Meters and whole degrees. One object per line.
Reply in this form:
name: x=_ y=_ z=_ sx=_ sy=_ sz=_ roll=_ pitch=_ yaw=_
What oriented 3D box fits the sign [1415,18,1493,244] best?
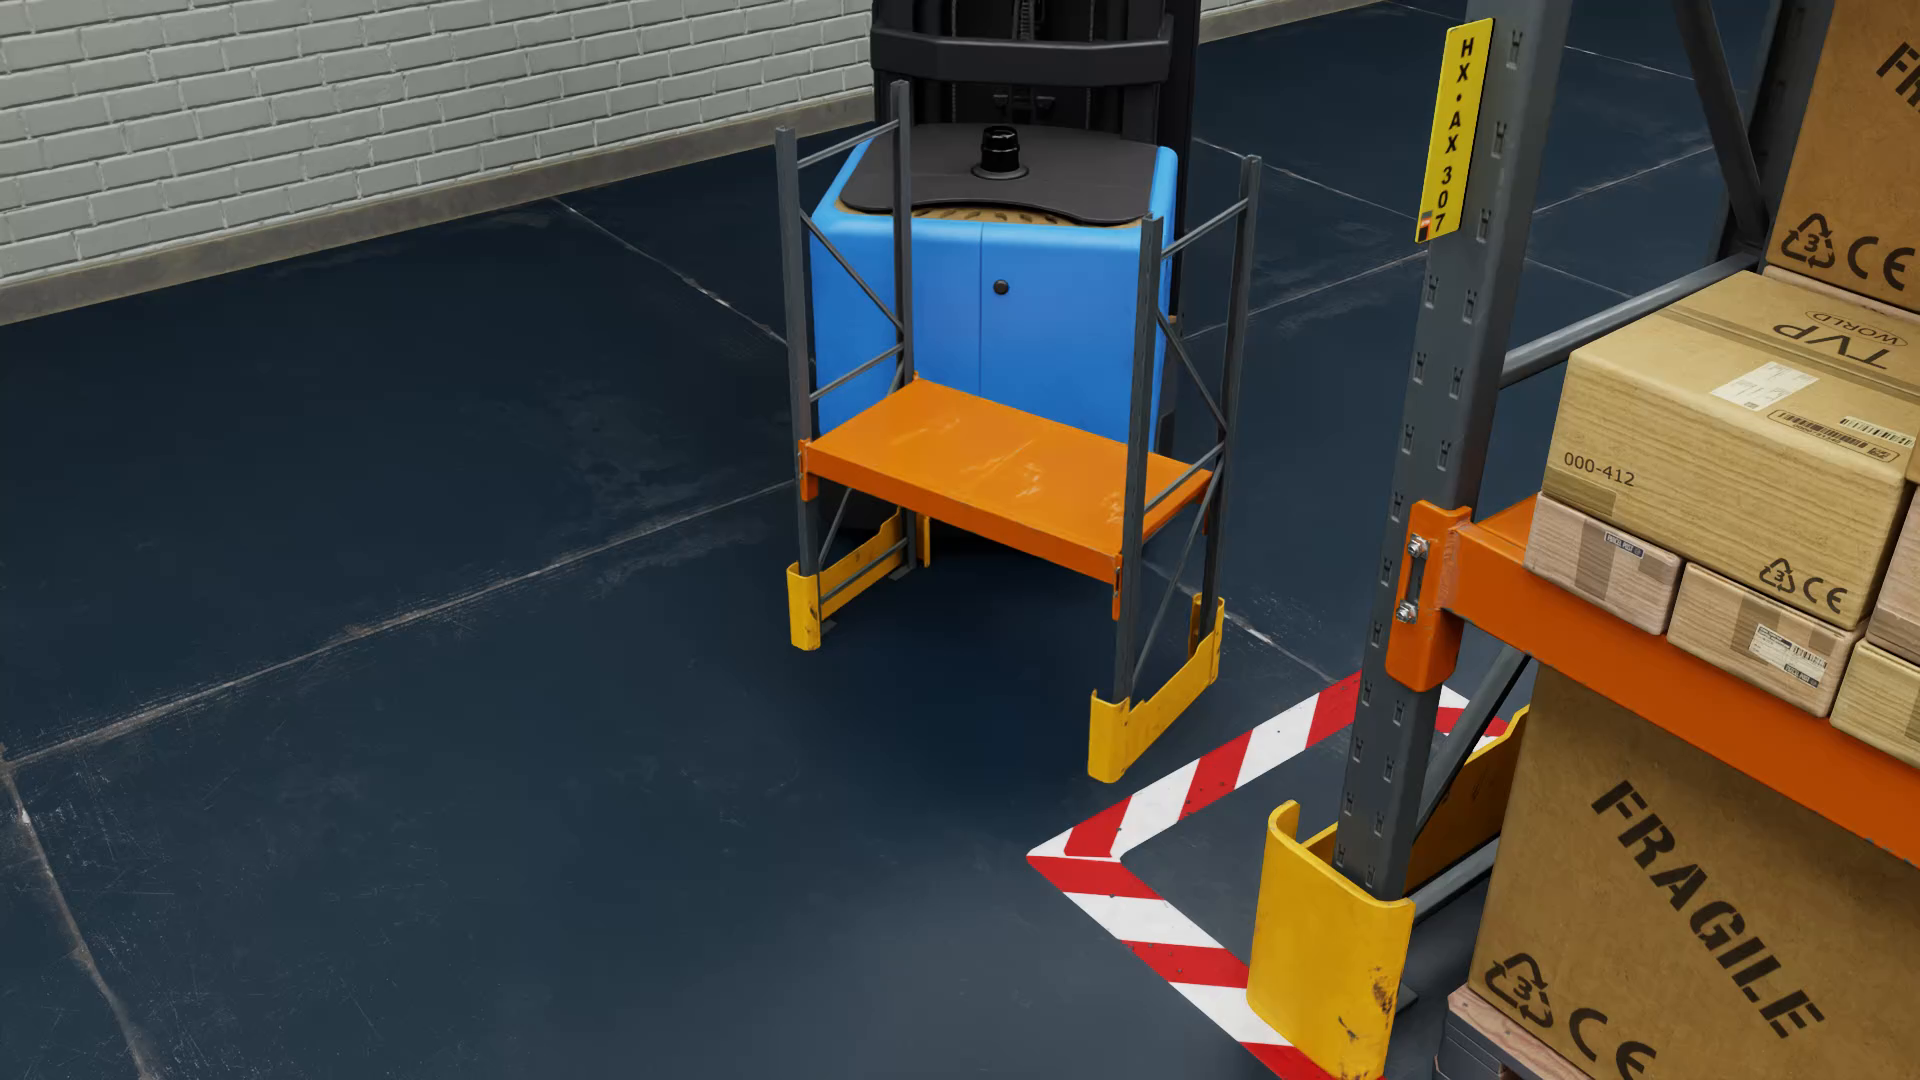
sign: x=0.739 y=-0.609 z=2.493 sx=0.100 sy=0.325 sz=0.005 roll=-22 pitch=38 yaw=-31

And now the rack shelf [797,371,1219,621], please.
rack shelf: x=0.125 y=-0.145 z=4.403 sx=1.000 sy=0.185 sz=0.538 roll=21 pitch=37 yaw=30

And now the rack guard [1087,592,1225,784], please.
rack guard: x=0.523 y=0.383 z=4.397 sx=0.087 sy=0.250 sz=0.587 roll=21 pitch=37 yaw=30

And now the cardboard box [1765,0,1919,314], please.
cardboard box: x=1.688 y=-0.648 z=2.600 sx=0.500 sy=0.500 sz=0.500 roll=-22 pitch=38 yaw=-31

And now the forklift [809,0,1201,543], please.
forklift: x=0.288 y=-1.976 z=5.653 sx=1.130 sy=2.935 sz=3.031 roll=5 pitch=32 yaw=7

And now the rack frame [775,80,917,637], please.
rack frame: x=-0.289 y=-0.454 z=4.559 sx=0.032 sy=1.500 sz=0.500 roll=21 pitch=37 yaw=30

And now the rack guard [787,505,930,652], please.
rack guard: x=-0.288 y=0.078 z=4.888 sx=0.087 sy=0.250 sz=0.587 roll=21 pitch=37 yaw=30

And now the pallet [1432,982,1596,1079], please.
pallet: x=1.733 y=1.107 z=3.267 sx=1.003 sy=0.211 sz=1.213 roll=-22 pitch=38 yaw=-31

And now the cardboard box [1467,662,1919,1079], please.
cardboard box: x=1.637 y=0.580 z=3.089 sx=0.875 sy=0.875 sz=0.875 roll=-22 pitch=38 yaw=-31

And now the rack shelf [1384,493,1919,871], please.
rack shelf: x=2.408 y=0.754 z=1.875 sx=1.077 sy=0.370 sz=4.000 roll=-22 pitch=38 yaw=-31

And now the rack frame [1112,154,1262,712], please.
rack frame: x=0.539 y=-0.142 z=4.057 sx=0.032 sy=1.500 sz=0.500 roll=21 pitch=37 yaw=30

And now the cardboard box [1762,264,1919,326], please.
cardboard box: x=1.688 y=-0.332 z=2.801 sx=0.500 sy=0.250 sz=0.500 roll=-23 pitch=39 yaw=-32

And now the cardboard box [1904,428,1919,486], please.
cardboard box: x=1.569 y=-0.271 z=1.992 sx=0.500 sy=0.500 sz=0.500 roll=-23 pitch=39 yaw=-32

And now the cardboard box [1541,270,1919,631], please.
cardboard box: x=1.262 y=-0.160 z=2.525 sx=0.500 sy=0.250 sz=0.500 roll=-23 pitch=39 yaw=-33

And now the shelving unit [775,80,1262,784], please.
shelving unit: x=0.117 y=-0.301 z=4.312 sx=1.083 sy=1.500 sz=0.587 roll=21 pitch=37 yaw=30

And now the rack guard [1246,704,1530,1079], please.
rack guard: x=1.167 y=0.667 z=3.703 sx=1.175 sy=0.500 sz=0.348 roll=-22 pitch=38 yaw=-31

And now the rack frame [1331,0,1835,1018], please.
rack frame: x=1.181 y=-0.385 z=3.027 sx=1.000 sy=3.000 sz=0.127 roll=-22 pitch=38 yaw=-31

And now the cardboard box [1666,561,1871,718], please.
cardboard box: x=1.297 y=0.083 z=2.512 sx=0.380 sy=0.149 sz=0.250 roll=-23 pitch=38 yaw=-32

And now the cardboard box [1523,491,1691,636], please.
cardboard box: x=1.138 y=-0.024 z=2.683 sx=0.380 sy=0.149 sz=0.250 roll=-22 pitch=38 yaw=-31

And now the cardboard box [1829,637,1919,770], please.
cardboard box: x=1.454 y=0.189 z=2.340 sx=0.380 sy=0.149 sz=0.250 roll=-23 pitch=39 yaw=-32

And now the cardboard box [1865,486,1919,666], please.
cardboard box: x=1.586 y=0.054 z=2.180 sx=0.500 sy=0.250 sz=0.500 roll=-23 pitch=38 yaw=-32
